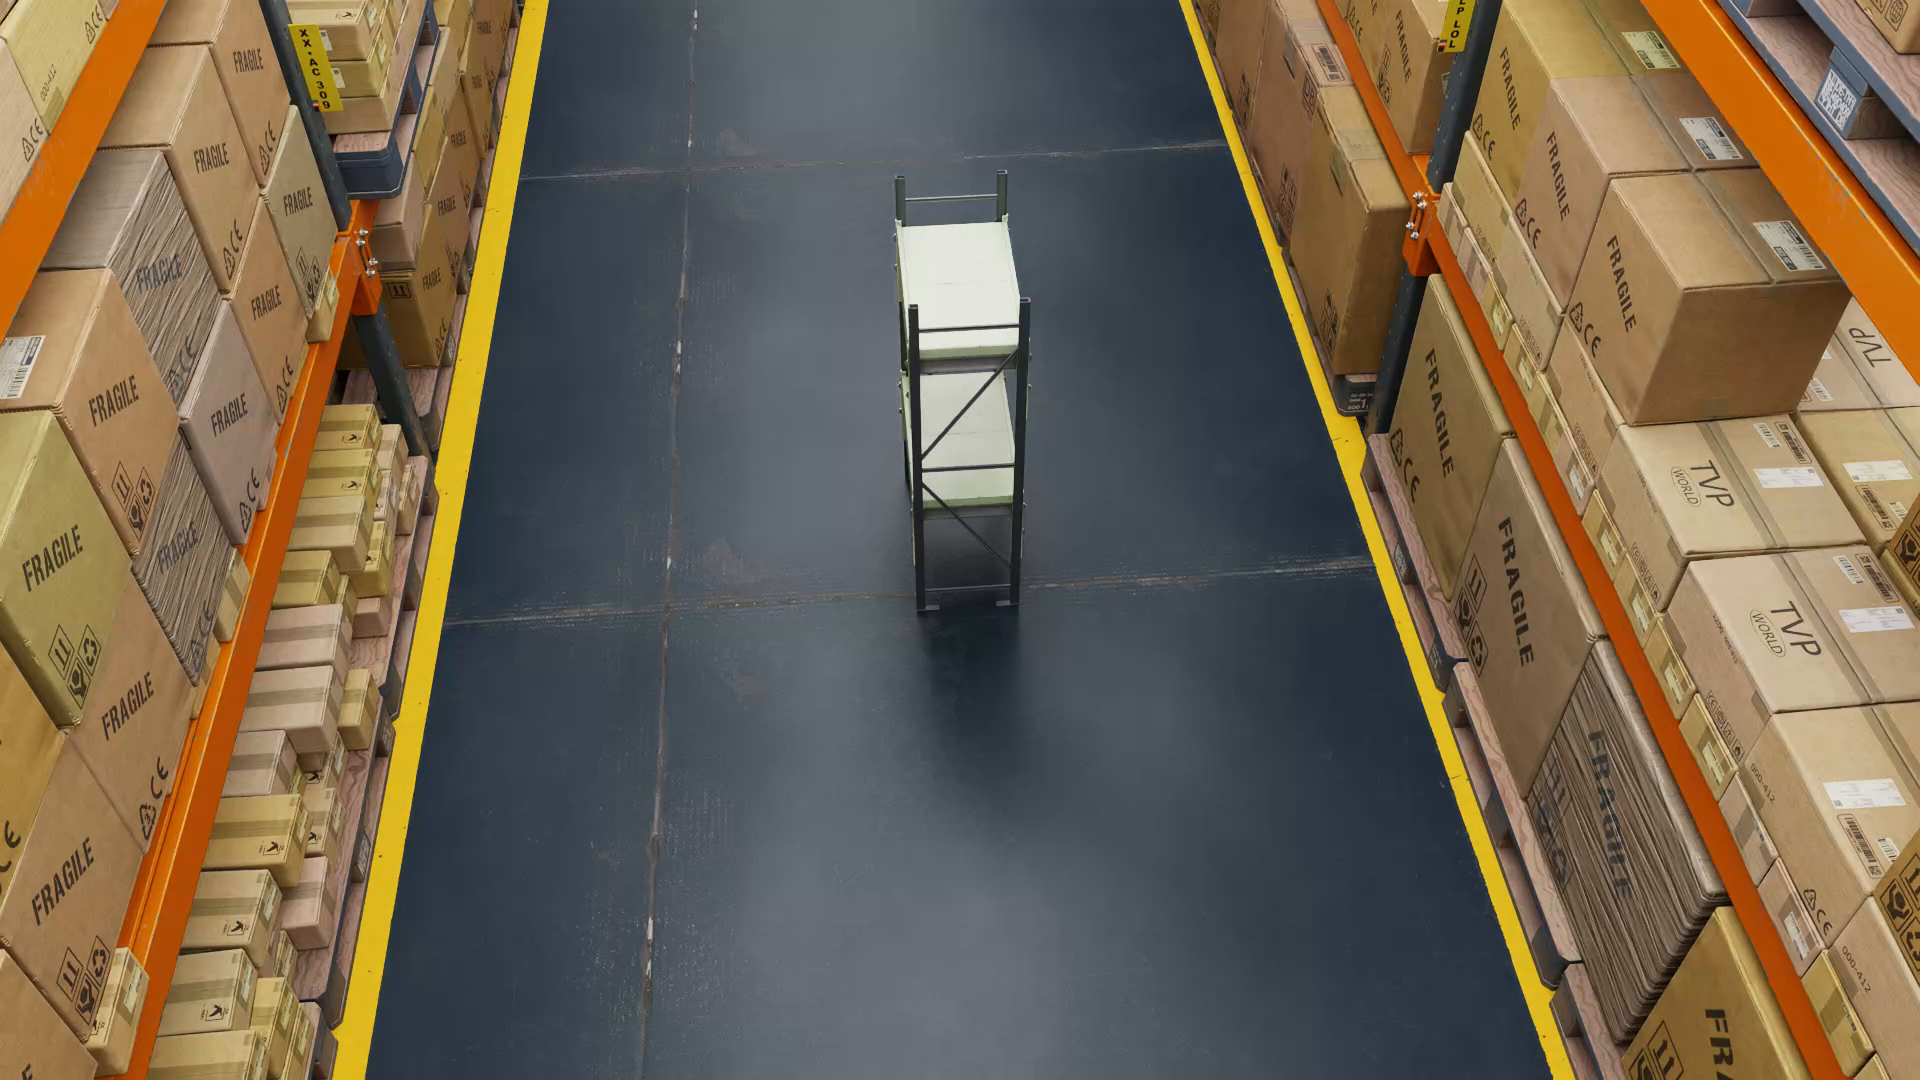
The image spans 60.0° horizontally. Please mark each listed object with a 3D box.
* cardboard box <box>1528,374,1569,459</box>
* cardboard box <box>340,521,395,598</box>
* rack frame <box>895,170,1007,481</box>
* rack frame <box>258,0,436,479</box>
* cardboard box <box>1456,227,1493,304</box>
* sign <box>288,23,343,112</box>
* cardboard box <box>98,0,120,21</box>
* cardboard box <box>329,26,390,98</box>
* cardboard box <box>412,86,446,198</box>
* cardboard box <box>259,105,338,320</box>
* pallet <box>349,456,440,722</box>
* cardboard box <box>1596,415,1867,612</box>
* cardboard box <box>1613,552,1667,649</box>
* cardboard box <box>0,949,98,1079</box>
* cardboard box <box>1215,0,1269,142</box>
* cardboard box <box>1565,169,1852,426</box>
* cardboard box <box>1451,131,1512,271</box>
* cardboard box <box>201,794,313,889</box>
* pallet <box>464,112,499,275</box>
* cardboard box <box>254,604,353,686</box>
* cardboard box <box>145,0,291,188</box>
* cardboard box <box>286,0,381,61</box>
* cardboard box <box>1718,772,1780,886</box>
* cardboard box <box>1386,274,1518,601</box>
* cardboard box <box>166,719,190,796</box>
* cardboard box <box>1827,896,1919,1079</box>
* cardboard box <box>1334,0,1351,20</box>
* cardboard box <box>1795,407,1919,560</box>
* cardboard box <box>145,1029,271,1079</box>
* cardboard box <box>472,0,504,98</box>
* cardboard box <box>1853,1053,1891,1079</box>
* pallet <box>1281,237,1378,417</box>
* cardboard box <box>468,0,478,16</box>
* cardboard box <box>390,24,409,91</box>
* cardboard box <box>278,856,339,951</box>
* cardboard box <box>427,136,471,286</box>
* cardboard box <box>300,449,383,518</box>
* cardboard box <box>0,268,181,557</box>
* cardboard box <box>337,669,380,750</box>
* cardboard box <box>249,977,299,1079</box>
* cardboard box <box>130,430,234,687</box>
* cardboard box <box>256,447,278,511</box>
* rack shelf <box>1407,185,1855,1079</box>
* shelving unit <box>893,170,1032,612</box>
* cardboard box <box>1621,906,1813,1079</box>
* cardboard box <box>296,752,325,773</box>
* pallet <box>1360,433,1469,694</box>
[{"bbox_3d":[2.027,-0.400,5.236,0.380,0.149,0.250,-4,47,-4],"label":"cardboard box"},{"bbox_3d":[-2.289,0.082,6.076,0.380,0.149,0.250,-5,47,-5],"label":"cardboard box"},{"bbox_3d":[-0.031,-0.785,6.461,0.400,1.500,0.023,-3,47,-3],"label":"rack frame"},{"bbox_3d":[-2.707,-1.248,5.866,1.000,3.000,0.127,-3,47,-3],"label":"rack frame"},{"bbox_3d":[1.959,-0.966,5.772,0.380,0.149,0.250,-5,47,-5],"label":"cardboard box"},{"bbox_3d":[-2.167,-1.584,5.588,0.100,0.325,0.005,-3,47,-3],"label":"sign"},{"bbox_3d":[-2.367,-1.527,4.168,0.500,0.250,0.500,-4,47,-3],"label":"cardboard box"},{"bbox_3d":[-2.282,-1.721,5.993,0.380,0.149,0.250,-3,47,-3],"label":"cardboard box"},{"bbox_3d":[-2.553,-1.727,7.235,0.500,0.250,0.500,-2,47,-2],"label":"cardboard box"},{"bbox_3d":[-2.385,-1.052,5.407,0.500,0.500,0.500,-3,47,-3],"label":"cardboard box"},{"bbox_3d":[-2.616,0.195,6.420,1.003,0.211,1.213,-3,47,-3],"label":"pallet"},{"bbox_3d":[2.141,-0.079,4.658,0.500,0.250,0.500,-3,47,-3],"label":"cardboard box"},{"bbox_3d":[2.093,0.160,4.705,0.380,0.149,0.250,-3,47,-3],"label":"cardboard box"},{"bbox_3d":[-2.134,1.168,3.304,0.500,0.500,0.500,-1,47,-1],"label":"cardboard box"},{"bbox_3d":[2.013,-2.638,8.357,1.225,0.875,0.875,-3,47,-3],"label":"cardboard box"},{"bbox_3d":[2.111,-0.690,4.719,0.500,0.500,0.500,-5,47,-5],"label":"cardboard box"},{"bbox_3d":[2.022,-1.171,5.692,0.500,0.250,0.500,-4,47,-4],"label":"cardboard box"},{"bbox_3d":[-2.207,0.927,5.071,0.380,0.149,0.250,-3,47,-3],"label":"cardboard box"},{"bbox_3d":[-2.879,-1.737,8.250,1.003,0.211,1.213,-3,47,-3],"label":"pallet"},{"bbox_3d":[-2.270,0.370,5.598,0.380,0.149,0.250,-6,47,-5],"label":"cardboard box"},{"bbox_3d":[-2.398,-1.405,5.052,0.500,0.500,0.500,-5,47,-5],"label":"cardboard box"},{"bbox_3d":[-2.282,-1.824,5.885,0.380,0.149,0.250,-1,47,-1],"label":"cardboard box"},{"bbox_3d":[2.157,0.715,4.180,0.380,0.149,0.250,-3,47,-3],"label":"cardboard box"},{"bbox_3d":[2.219,-0.408,6.244,0.875,0.875,0.875,-3,47,-3],"label":"cardboard box"},{"bbox_3d":[-2.253,0.541,4.344,0.380,0.149,0.250,-4,47,-4],"label":"cardboard box"},{"bbox_3d":[2.274,1.032,3.605,0.500,0.250,0.500,-4,47,-4],"label":"cardboard box"},{"bbox_3d":[1.847,-2.569,7.048,0.500,0.500,0.500,-4,47,-4],"label":"cardboard box"},{"bbox_3d":[2.670,-0.113,4.690,0.500,0.250,0.500,-4,47,-4],"label":"cardboard box"},{"bbox_3d":[-2.114,1.495,4.532,0.380,0.149,0.250,-4,47,-3],"label":"cardboard box"},{"bbox_3d":[-2.687,-2.591,8.570,0.500,0.500,0.500,-2,47,-2],"label":"cardboard box"},{"bbox_3d":[2.221,1.266,3.658,0.380,0.149,0.250,-3,47,-3],"label":"cardboard box"},{"bbox_3d":[2.104,-1.071,7.619,1.003,0.211,1.213,-3,47,-3],"label":"pallet"},{"bbox_3d":[-2.670,-2.841,8.291,0.500,0.250,0.500,-3,47,-3],"label":"cardboard box"},{"bbox_3d":[-2.311,-1.819,6.291,0.380,0.149,0.250,-3,47,-3],"label":"cardboard box"},{"bbox_3d":[-2.191,1.164,5.256,0.380,0.149,0.250,-6,47,-5],"label":"cardboard box"},{"bbox_3d":[-2.551,-1.466,7.505,0.500,0.500,0.500,-2,47,-1],"label":"cardboard box"},{"bbox_3d":[-2.357,-0.193,6.131,0.380,0.149,0.250,-3,47,-3],"label":"cardboard box"},{"bbox_3d":[-2.261,-0.286,3.993,0.500,0.500,0.500,-5,47,-5],"label":"cardboard box"},{"bbox_3d":[-2.248,0.600,5.790,0.380,0.149,0.250,-4,47,-3],"label":"cardboard box"},{"bbox_3d":[-2.149,1.419,4.809,0.380,0.149,0.250,-2,47,-2],"label":"cardboard box"},{"bbox_3d":[-2.282,0.058,4.355,0.500,0.500,0.500,-5,47,-4],"label":"cardboard box"},{"bbox_3d":[-2.307,-0.210,5.056,0.380,0.149,0.250,-5,47,-5],"label":"cardboard box"},{"bbox_3d":[2.411,0.218,4.973,1.077,0.370,4.000,-3,47,-3],"label":"rack shelf"},{"bbox_3d":[-0.001,-0.521,6.210,0.431,1.500,0.755,-3,47,-3],"label":"shelving unit"},{"bbox_3d":[2.446,1.546,4.394,0.875,0.875,0.875,-3,47,-3],"label":"cardboard box"},{"bbox_3d":[-2.322,0.648,5.540,0.380,0.149,0.250,-5,47,-5],"label":"cardboard box"},{"bbox_3d":[2.230,0.037,6.569,1.003,0.211,1.213,-3,47,-3],"label":"pallet"}]
